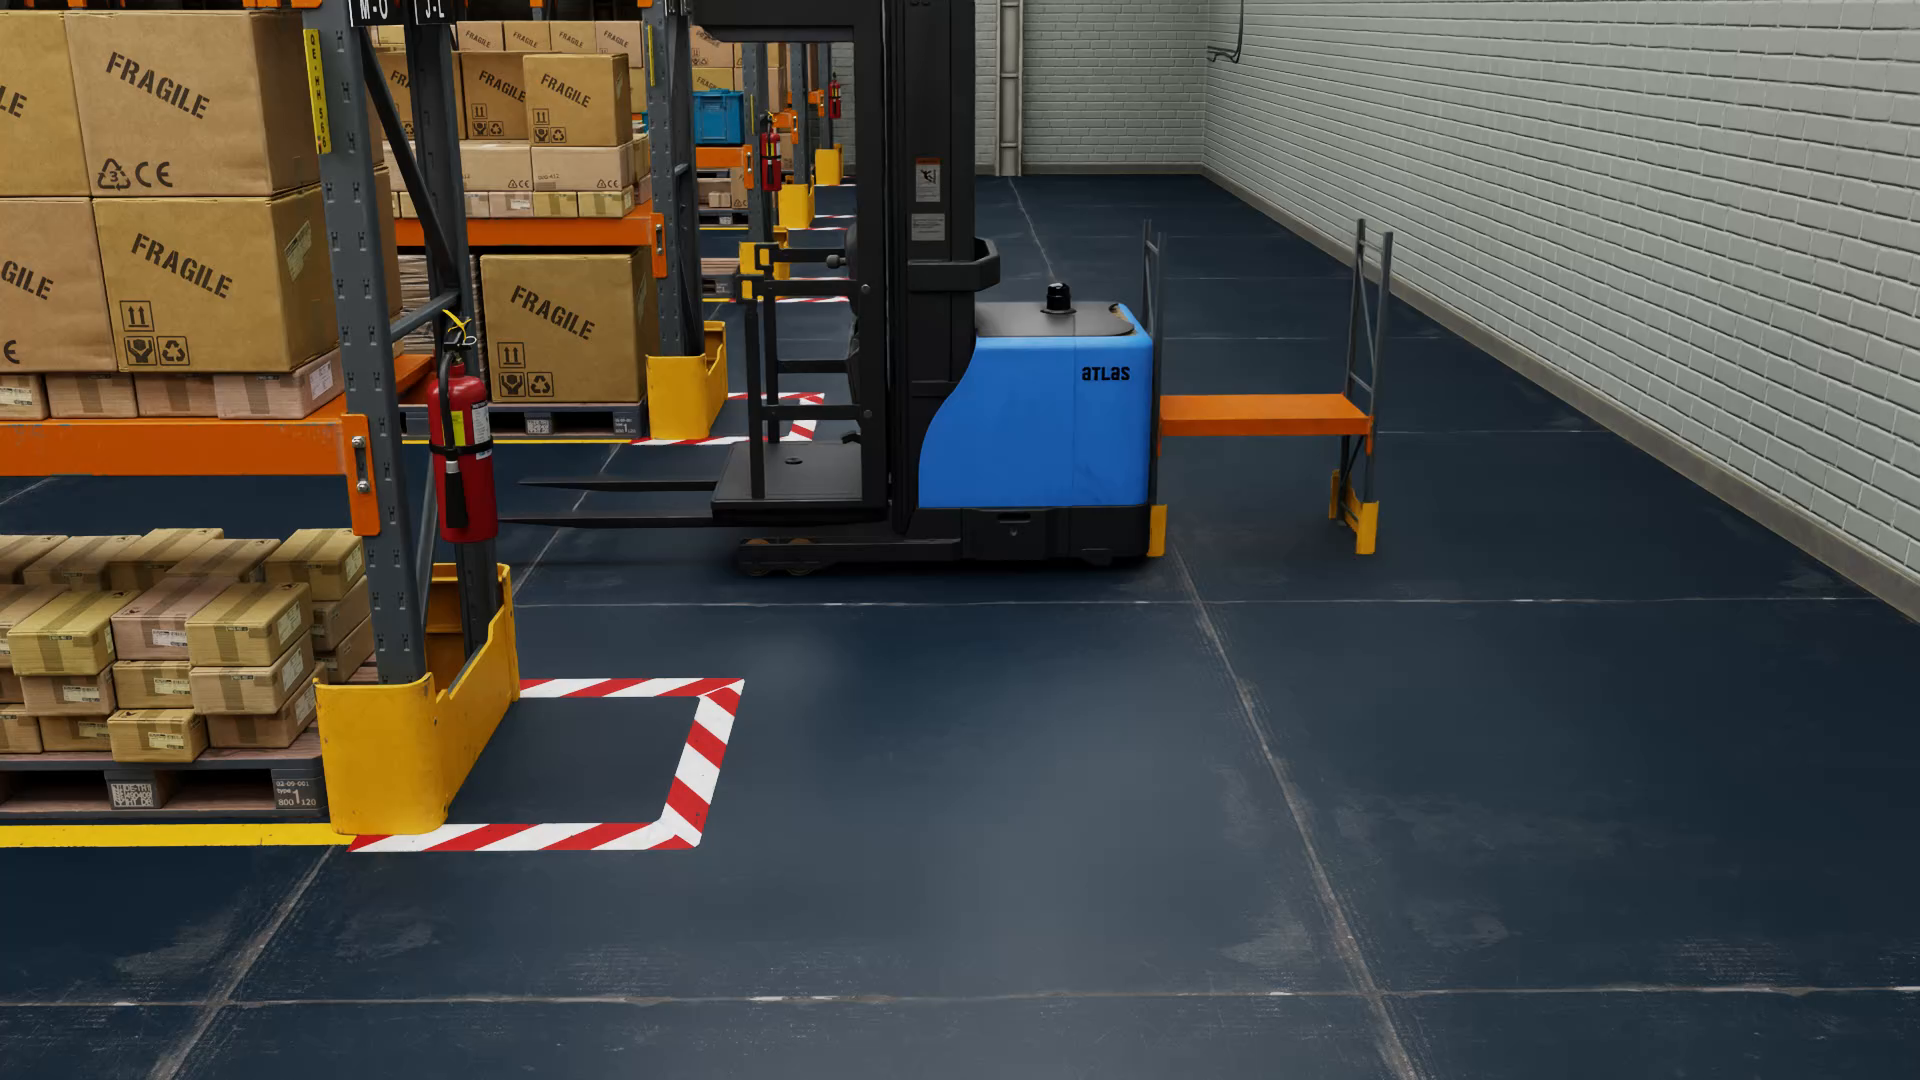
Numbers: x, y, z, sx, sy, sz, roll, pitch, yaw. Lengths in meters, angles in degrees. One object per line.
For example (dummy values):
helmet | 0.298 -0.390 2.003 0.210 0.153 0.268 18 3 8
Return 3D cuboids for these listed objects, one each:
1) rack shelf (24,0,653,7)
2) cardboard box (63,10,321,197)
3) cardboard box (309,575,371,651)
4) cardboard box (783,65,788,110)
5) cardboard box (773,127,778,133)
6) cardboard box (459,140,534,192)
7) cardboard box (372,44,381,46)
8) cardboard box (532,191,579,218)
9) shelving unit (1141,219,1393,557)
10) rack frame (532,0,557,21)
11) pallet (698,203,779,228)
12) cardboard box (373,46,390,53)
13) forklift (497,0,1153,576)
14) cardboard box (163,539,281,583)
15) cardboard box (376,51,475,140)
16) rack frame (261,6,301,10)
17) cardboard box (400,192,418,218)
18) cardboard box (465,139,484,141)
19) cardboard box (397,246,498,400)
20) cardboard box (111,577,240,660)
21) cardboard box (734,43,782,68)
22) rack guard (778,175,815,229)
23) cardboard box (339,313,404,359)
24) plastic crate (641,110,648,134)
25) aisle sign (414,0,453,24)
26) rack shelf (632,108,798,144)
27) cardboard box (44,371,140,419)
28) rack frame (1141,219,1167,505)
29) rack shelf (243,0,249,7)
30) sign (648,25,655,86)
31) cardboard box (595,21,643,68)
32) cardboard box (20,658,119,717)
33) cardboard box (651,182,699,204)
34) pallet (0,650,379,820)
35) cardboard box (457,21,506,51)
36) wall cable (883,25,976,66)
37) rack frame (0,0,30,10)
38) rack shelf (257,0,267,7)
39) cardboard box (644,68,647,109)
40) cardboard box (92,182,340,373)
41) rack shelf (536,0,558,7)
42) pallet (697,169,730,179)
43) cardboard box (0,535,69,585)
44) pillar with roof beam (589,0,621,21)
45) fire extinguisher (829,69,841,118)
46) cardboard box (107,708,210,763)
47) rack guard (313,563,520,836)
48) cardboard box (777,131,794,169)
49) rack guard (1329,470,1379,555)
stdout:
rack shelf | -3.714 -3.279 9.626 4.000 0.370 1.077 0 18 -1
cardboard box | -2.191 -1.275 4.824 0.500 0.500 0.500 -1 18 -2
cardboard box | -2.265 0.252 5.843 0.250 0.149 0.380 0 18 1
cardboard box | -2.315 -5.355 19.665 0.500 0.500 0.500 0 18 0
cardboard box | -2.773 -5.970 24.090 0.250 0.149 0.380 0 18 -2
cardboard box | -2.702 -2.188 9.715 0.500 0.250 0.500 -1 18 -2
cardboard box | -8.438 -6.828 23.738 0.500 0.500 0.500 0 18 -1
cardboard box | -2.325 -1.979 9.719 0.250 0.149 0.380 0 18 0
shelving unit | 1.411 -0.730 7.869 1.083 1.500 0.587 -1 18 -2
rack frame | -5.949 -6.722 24.092 0.127 3.000 1.000 0 18 -1
pallet | -2.740 -3.896 19.848 1.213 0.211 1.003 0 18 -1
cardboard box | -7.031 -5.500 19.432 0.500 0.500 0.700 3 18 8
forklift | -0.657 -1.396 7.601 3.031 2.935 1.130 -1 18 -2
cardboard box | -2.540 0.123 5.758 0.250 0.149 0.380 0 18 0
cardboard box | -3.217 -2.704 10.096 0.500 0.500 0.500 -1 18 -2
rack frame | -5.792 -3.697 14.660 0.127 3.000 1.000 0 18 -1
cardboard box | -3.087 -1.976 9.707 0.250 0.149 0.380 -1 18 -2
cardboard box | -2.718 -2.349 10.218 0.500 0.250 0.500 0 18 -2
cardboard box | -3.263 -1.359 10.166 0.875 0.875 0.875 0 18 -1
cardboard box | -2.515 0.250 5.363 0.250 0.149 0.380 0 18 0
cardboard box | -2.308 -5.666 19.000 0.500 0.500 0.500 0 18 -1
rack guard | -1.943 -4.038 19.817 0.348 0.500 1.175 0 18 -1
cardboard box | -2.066 -0.667 5.626 0.250 0.149 0.380 0 18 -1
plastic crate | -2.703 -3.761 15.037 0.300 0.233 0.416 0 18 -1
aisle sign | -1.669 -2.018 5.170 0.004 0.787 0.394 0 18 -1
rack shelf | -3.867 -4.876 19.516 4.000 0.370 1.077 0 18 -1
cardboard box | -2.559 -0.485 5.059 0.250 0.149 0.380 0 18 -1
rack frame | 0.894 -0.725 7.852 0.032 1.500 0.500 -1 18 -2
rack shelf | -11.948 -7.779 23.654 4.000 0.370 1.077 0 18 -1
sign | -1.720 -2.701 9.275 0.005 0.325 0.100 0 18 -1
cardboard box | -3.845 -5.657 18.972 0.500 0.500 0.500 0 18 1
cardboard box | -2.780 0.421 5.317 0.250 0.149 0.380 -1 18 -3
cardboard box | -3.357 -4.056 19.561 0.500 0.250 0.500 0 18 -1
pallet | -2.626 0.634 5.727 1.213 0.211 1.003 0 18 -1
cardboard box | -5.391 -5.649 18.947 0.500 0.500 0.500 0 18 1
wall cable | -0.684 -7.520 24.917 1.851 1.984 0.084 0 18 -1
rack frame | -5.714 -2.184 9.944 0.127 3.000 1.000 0 18 -1
rack shelf | -7.792 -4.773 14.282 4.000 0.370 1.077 0 18 -1
cardboard box | -3.328 -5.187 19.142 0.500 0.500 0.500 0 18 0
cardboard box | -2.183 -0.796 4.968 0.500 0.500 0.500 0 18 0
rack shelf | -3.949 -7.818 23.774 4.000 0.370 1.077 0 18 -1
pallet | -3.964 -5.381 24.477 1.213 0.211 1.003 0 18 -1
cardboard box | -3.318 0.110 5.799 0.250 0.149 0.380 0 18 1
pillar with roof beam | -5.194 -8.532 19.911 0.400 9.000 9.100 0 18 -1
fire extinguisher | -1.791 -6.387 23.784 0.183 0.674 0.296 0 18 -1
cardboard box | -2.516 0.568 5.345 0.250 0.149 0.380 0 18 1
rack guard | -1.813 0.503 5.661 0.348 0.500 1.175 0 18 -1
cardboard box | -2.648 -5.717 24.365 0.500 0.500 0.700 0 18 -1
rack guard | 1.909 -0.140 8.076 0.087 0.250 0.587 -1 18 -2
